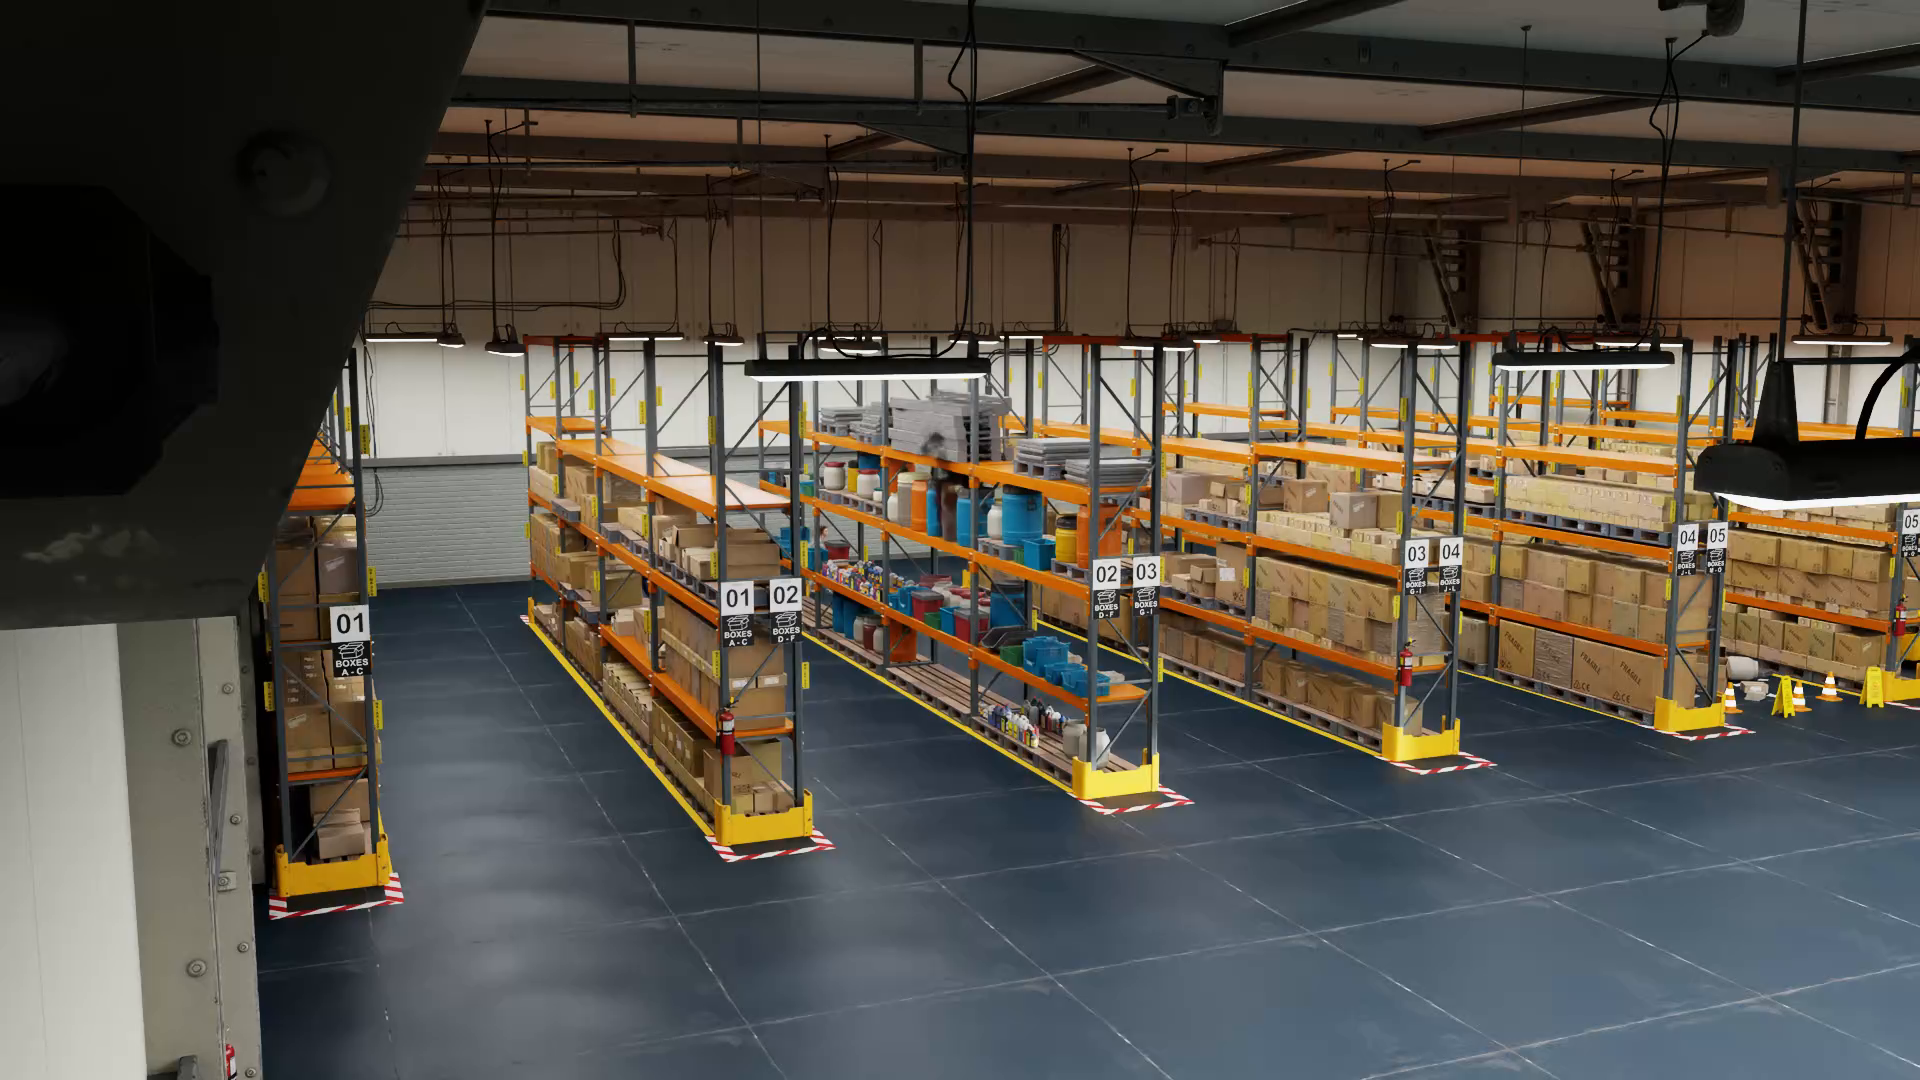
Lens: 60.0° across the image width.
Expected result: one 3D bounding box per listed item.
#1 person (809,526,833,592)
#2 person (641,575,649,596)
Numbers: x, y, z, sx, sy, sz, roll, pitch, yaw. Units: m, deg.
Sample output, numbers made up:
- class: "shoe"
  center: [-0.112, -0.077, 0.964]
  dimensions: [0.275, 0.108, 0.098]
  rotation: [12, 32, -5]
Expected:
- class: "person"
  center: [-3.167, 0.481, 38.110]
  dimensions: [0.815, 1.653, 0.711]
  rotation: [1, 8, 7]
- class: "person"
  center: [-6.574, 0.874, 35.146]
  dimensions: [0.698, 1.590, 0.583]
  rotation: [-6, 10, -40]
